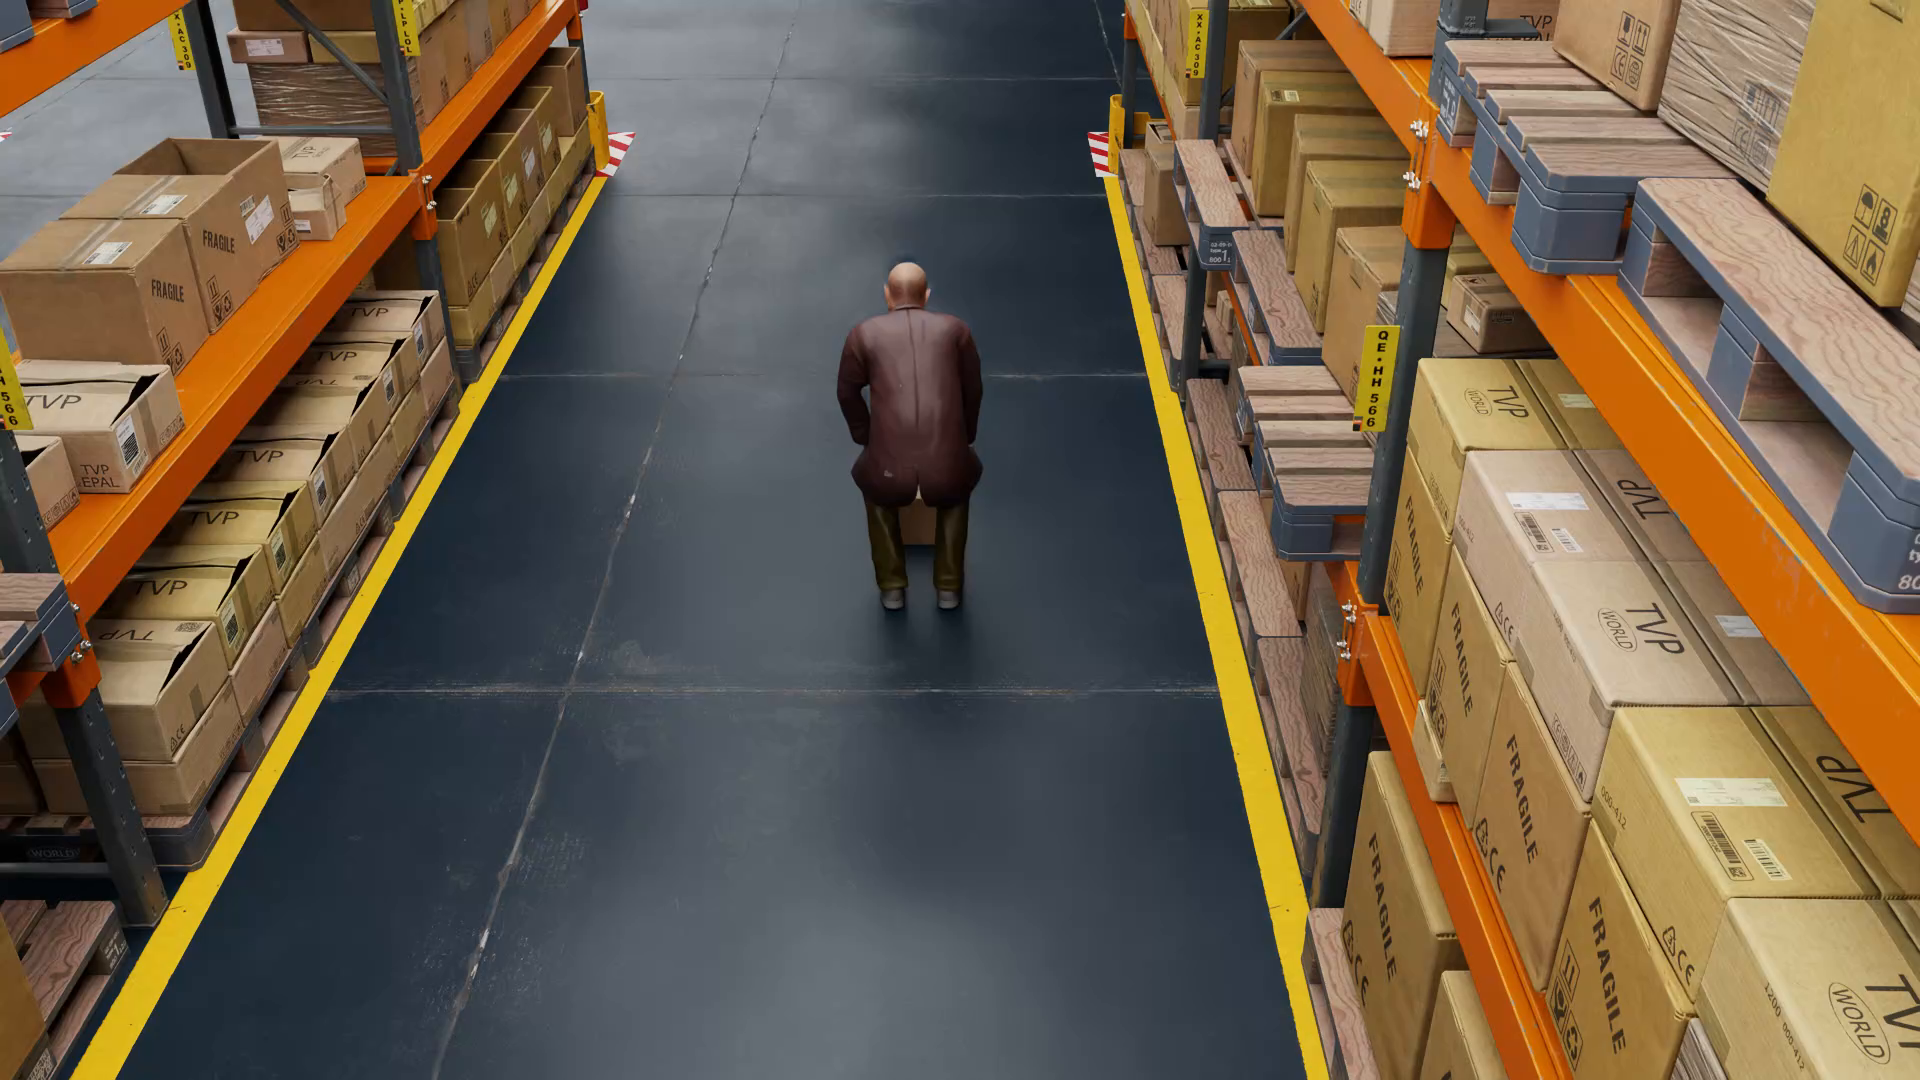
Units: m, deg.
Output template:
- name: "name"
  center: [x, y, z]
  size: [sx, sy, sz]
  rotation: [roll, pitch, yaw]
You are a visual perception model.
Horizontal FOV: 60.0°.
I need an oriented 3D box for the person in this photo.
- name: "person"
  center: [-0.213, -0.413, 7.158]
  size: [0.630, 1.446, 0.701]
  rotation: [0, 31, 0]
